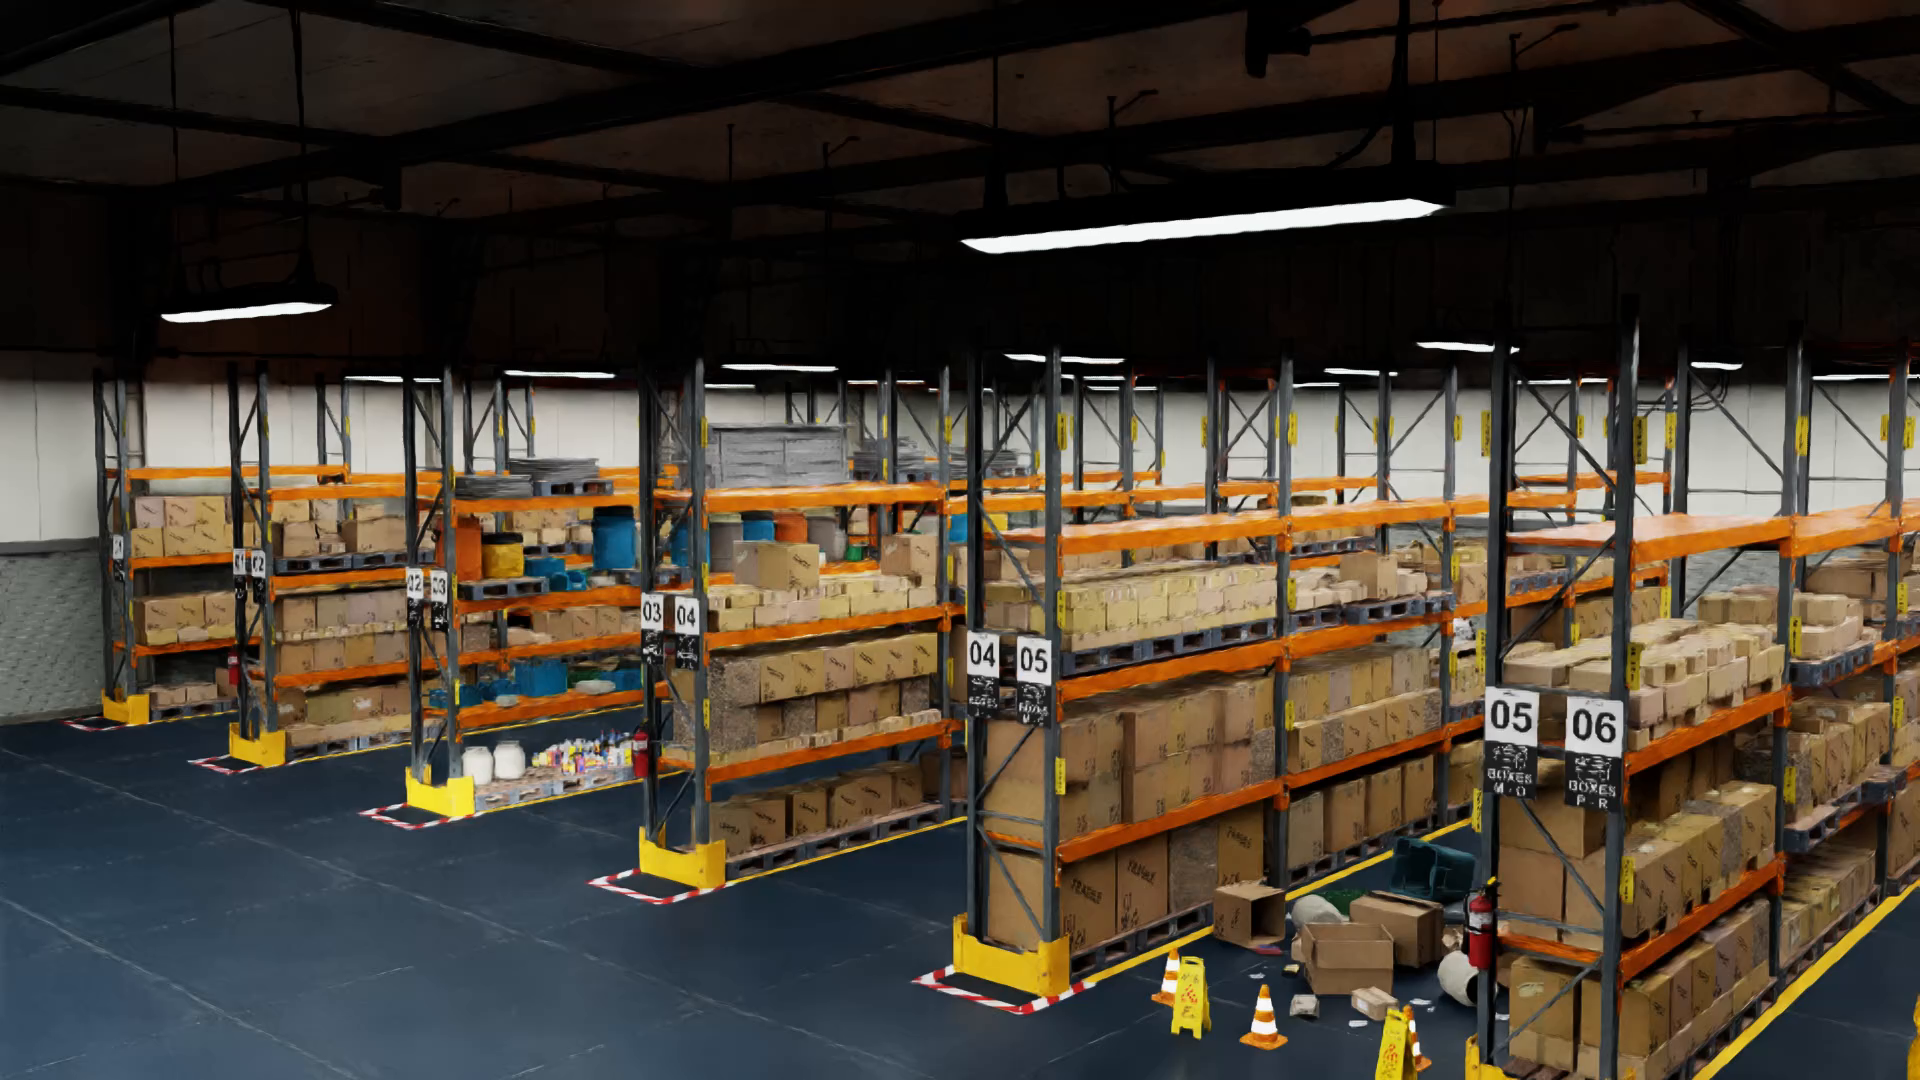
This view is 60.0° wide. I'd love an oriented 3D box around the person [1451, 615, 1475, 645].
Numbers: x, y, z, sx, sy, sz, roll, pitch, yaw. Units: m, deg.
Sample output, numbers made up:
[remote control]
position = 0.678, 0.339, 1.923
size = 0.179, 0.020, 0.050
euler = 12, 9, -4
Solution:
[person]
position = 9.339, 2.031, 31.244
size = 0.627, 1.655, 0.458
euler = -1, 4, -18
